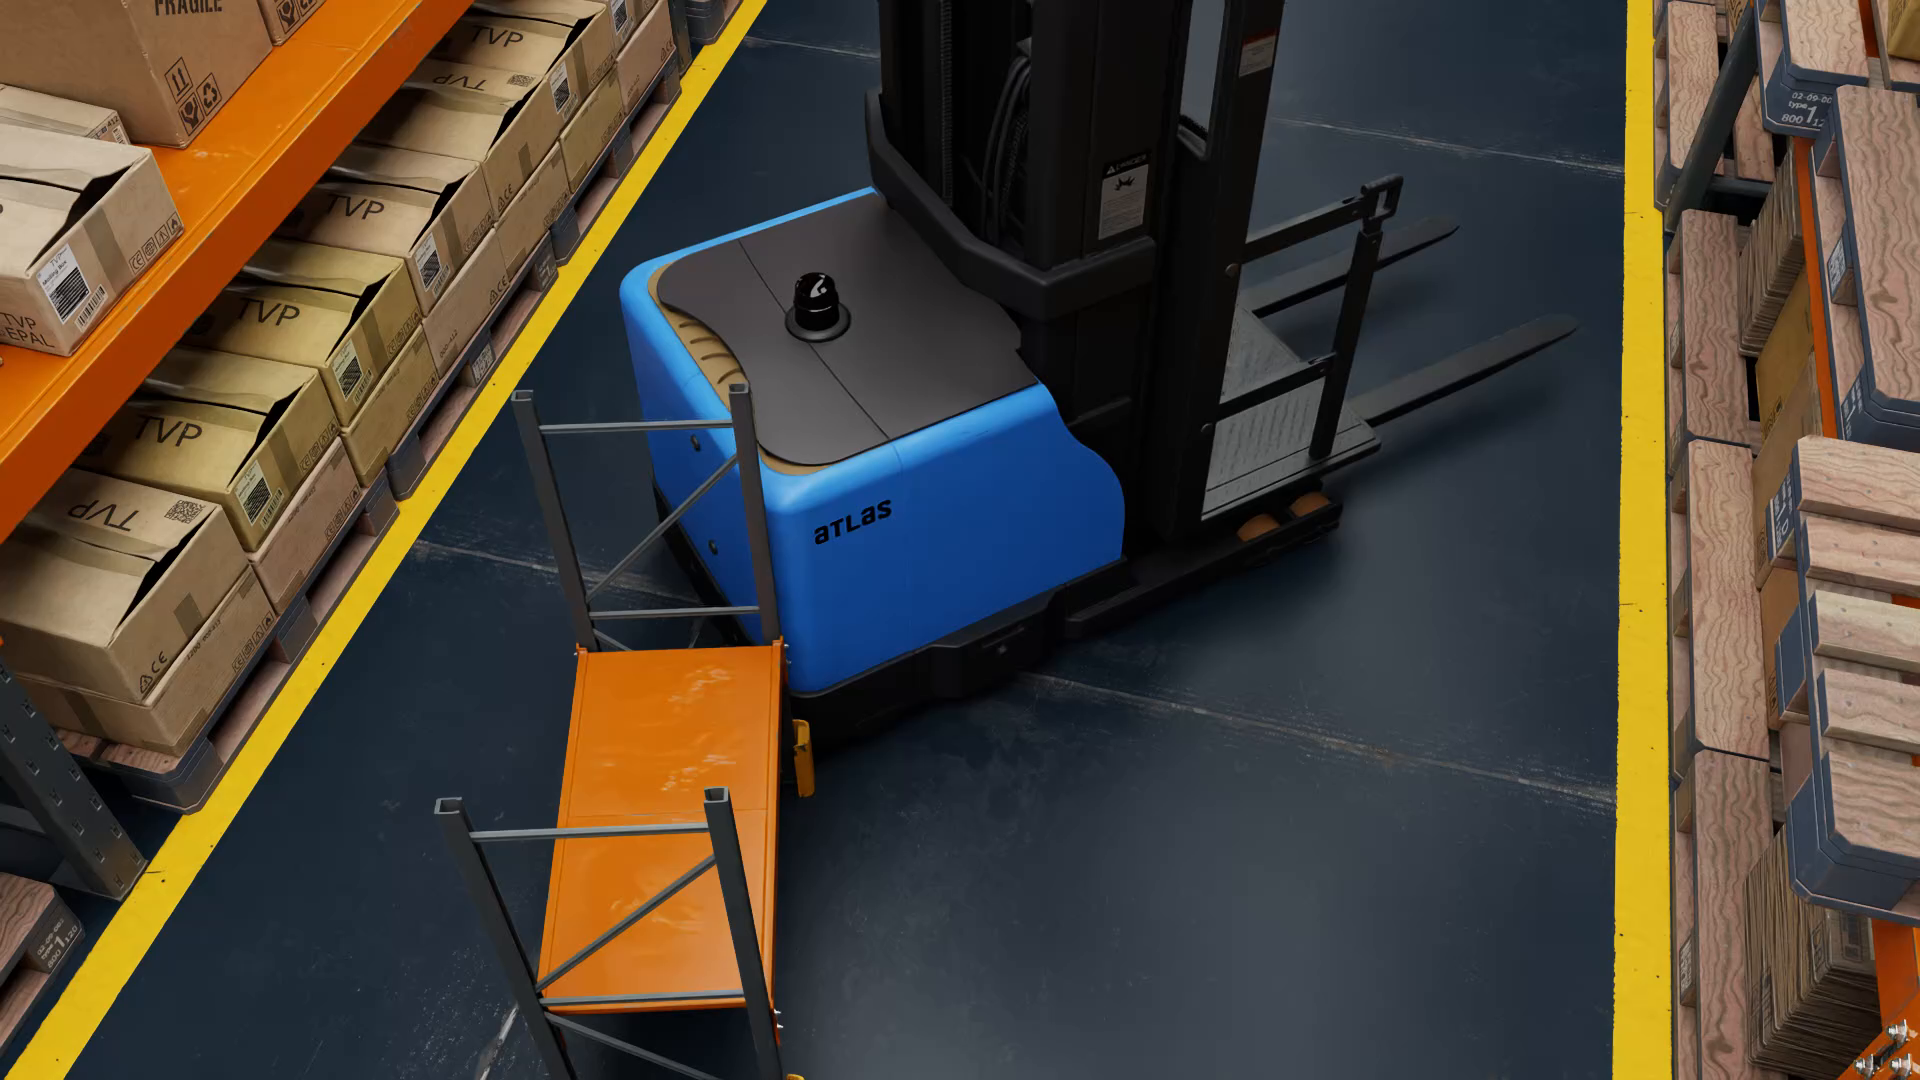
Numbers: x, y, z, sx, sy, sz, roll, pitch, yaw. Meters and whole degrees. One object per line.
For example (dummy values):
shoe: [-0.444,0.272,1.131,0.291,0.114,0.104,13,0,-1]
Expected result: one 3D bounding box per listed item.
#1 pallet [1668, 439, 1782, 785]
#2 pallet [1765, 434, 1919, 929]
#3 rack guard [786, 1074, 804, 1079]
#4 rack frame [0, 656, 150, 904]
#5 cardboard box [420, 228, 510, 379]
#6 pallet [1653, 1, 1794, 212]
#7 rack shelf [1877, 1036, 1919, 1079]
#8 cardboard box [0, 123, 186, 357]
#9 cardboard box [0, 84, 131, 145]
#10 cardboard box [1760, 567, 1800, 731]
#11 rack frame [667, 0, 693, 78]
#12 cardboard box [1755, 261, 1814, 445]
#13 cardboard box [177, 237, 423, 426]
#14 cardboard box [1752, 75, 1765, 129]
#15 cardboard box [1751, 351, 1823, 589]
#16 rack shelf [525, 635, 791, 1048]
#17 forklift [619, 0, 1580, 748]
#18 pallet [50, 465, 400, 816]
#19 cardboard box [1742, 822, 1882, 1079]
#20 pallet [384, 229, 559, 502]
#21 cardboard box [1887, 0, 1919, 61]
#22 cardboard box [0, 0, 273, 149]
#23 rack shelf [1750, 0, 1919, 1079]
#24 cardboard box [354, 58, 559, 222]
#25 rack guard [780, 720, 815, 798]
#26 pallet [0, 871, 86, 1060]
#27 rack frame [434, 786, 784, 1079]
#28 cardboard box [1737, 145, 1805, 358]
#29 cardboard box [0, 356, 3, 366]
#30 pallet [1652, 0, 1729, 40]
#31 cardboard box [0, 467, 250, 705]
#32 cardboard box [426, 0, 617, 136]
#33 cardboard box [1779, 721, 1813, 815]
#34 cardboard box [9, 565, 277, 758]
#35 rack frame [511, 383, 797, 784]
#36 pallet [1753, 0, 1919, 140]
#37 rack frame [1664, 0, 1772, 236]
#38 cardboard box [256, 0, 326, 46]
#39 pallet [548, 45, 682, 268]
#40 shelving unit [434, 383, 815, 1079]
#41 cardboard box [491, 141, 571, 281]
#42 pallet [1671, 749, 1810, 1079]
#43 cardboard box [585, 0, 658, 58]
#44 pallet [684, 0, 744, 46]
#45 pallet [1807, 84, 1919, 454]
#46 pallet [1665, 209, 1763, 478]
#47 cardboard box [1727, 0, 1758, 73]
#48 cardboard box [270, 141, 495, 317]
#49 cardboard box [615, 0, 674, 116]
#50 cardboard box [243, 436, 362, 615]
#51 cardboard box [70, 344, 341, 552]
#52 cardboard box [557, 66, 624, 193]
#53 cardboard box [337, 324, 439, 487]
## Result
pallet: [2.629,0.279,4.863,1.003,0.211,1.213,12,50,10]
pallet: [2.184,0.327,3.088,1.213,0.211,1.003,12,50,10]
rack guard: [-0.649,1.355,3.887,0.587,0.250,0.087,-2,49,-2]
rack frame: [-2.681,-0.174,3.403,1.000,3.000,0.127,12,50,10]
cardboard box: [-1.862,-0.836,5.541,0.500,0.250,0.500,12,50,11]
pallet: [3.294,-1.663,6.577,1.003,0.211,1.213,12,50,10]
rack shelf: [1.573,2.485,1.536,1.077,0.370,4.000,12,50,10]
cardboard box: [-2.259,-0.754,3.974,0.500,0.311,0.500,11,49,10]
cardboard box: [-2.400,-1.025,4.321,0.380,0.149,0.250,15,50,13]
cardboard box: [2.589,0.236,4.415,0.700,0.500,0.500,11,50,10]
rack frame: [-1.628,-3.068,5.957,1.000,3.000,0.127,12,50,10]
cardboard box: [2.886,-0.492,5.057,0.700,0.500,0.500,11,49,9]
cardboard box: [-1.993,-0.660,5.012,0.500,0.311,0.500,10,49,9]
cardboard box: [3.264,-1.694,6.340,0.380,0.166,0.250,6,49,5]
cardboard box: [2.713,-0.131,4.739,0.700,0.500,0.500,12,50,10]
rack shelf: [-0.674,0.681,3.888,0.538,0.185,1.000,-2,49,-2]
forklift: [0.607,-1.213,4.365,3.031,2.935,1.130,-23,52,-19]
pallet: [-2.427,0.161,4.967,1.003,0.211,1.213,12,50,10]
cardboard box: [2.238,0.951,3.784,0.700,0.500,0.500,12,50,11]
pallet: [-2.104,-0.719,5.744,1.003,0.211,1.213,12,50,10]
cardboard box: [2.831,-1.507,4.219,0.700,0.500,0.500,16,51,14]
cardboard box: [-2.255,-1.424,4.440,0.500,0.500,0.500,9,49,8]
rack shelf: [2.625,-0.408,4.089,1.077,0.370,4.000,12,50,10]
cardboard box: [-1.723,-1.395,5.660,0.500,0.311,0.500,11,50,10]
rack guard: [-0.698,0.610,4.545,0.587,0.250,0.087,-2,49,-2]
pallet: [-2.914,1.281,3.979,1.003,0.211,1.213,12,50,10]
rack frame: [-0.649,0.943,3.418,0.500,1.500,0.032,-2,49,-2]
cardboard box: [2.974,-0.876,5.396,0.700,0.500,0.500,13,50,11]
cardboard box: [-2.543,-0.399,3.661,0.500,0.311,0.500,14,50,12]
pallet: [3.614,-2.548,7.358,1.003,0.211,1.213,12,50,10]
cardboard box: [-2.260,0.090,4.350,0.500,0.311,0.500,13,50,11]
cardboard box: [-1.589,-1.755,5.978,0.500,0.311,0.500,13,50,11]
cardboard box: [2.486,0.601,4.092,0.700,0.500,0.500,11,50,10]
cardboard box: [-2.260,0.276,4.560,0.500,0.250,0.500,11,50,10]
rack frame: [-0.699,0.181,4.090,0.500,1.500,0.032,-2,49,-2]
pallet: [2.810,-1.505,4.706,1.003,0.211,1.213,12,50,10]
rack frame: [3.152,-2.093,5.096,1.000,3.000,0.127,12,50,10]
cardboard box: [-2.117,-1.805,4.776,0.500,0.500,0.500,12,50,10]
pallet: [-1.785,-1.604,6.525,1.003,0.211,1.213,12,50,10]
shelving unit: [-0.673,0.569,3.748,0.587,1.500,1.083,-2,49,-2]
cardboard box: [-1.727,-1.204,5.866,0.500,0.250,0.500,13,50,11]
pallet: [2.306,1.158,4.087,1.003,0.211,1.213,12,50,10]
cardboard box: [-1.458,-2.133,6.312,0.500,0.311,0.500,12,50,10]
pallet: [-1.379,-2.712,7.503,1.003,0.211,1.213,12,50,10]
pallet: [2.580,-0.576,3.886,1.003,0.211,1.213,12,50,10]
pallet: [2.948,-0.607,5.645,1.003,0.211,1.213,12,50,10]
cardboard box: [3.386,-2.170,6.538,0.500,0.500,0.500,8,49,7]
cardboard box: [-1.859,-1.032,5.340,0.500,0.311,0.500,11,49,10]
cardboard box: [-1.458,-1.940,6.515,0.500,0.250,0.500,11,50,10]
cardboard box: [-2.128,-0.088,4.881,0.500,0.250,0.500,10,49,9]
cardboard box: [-2.130,-0.292,4.686,0.500,0.311,0.500,10,49,9]
cardboard box: [-1.593,-1.574,6.192,0.500,0.250,0.500,11,49,9]
cardboard box: [-1.997,-0.465,5.214,0.500,0.250,0.500,10,49,9]
